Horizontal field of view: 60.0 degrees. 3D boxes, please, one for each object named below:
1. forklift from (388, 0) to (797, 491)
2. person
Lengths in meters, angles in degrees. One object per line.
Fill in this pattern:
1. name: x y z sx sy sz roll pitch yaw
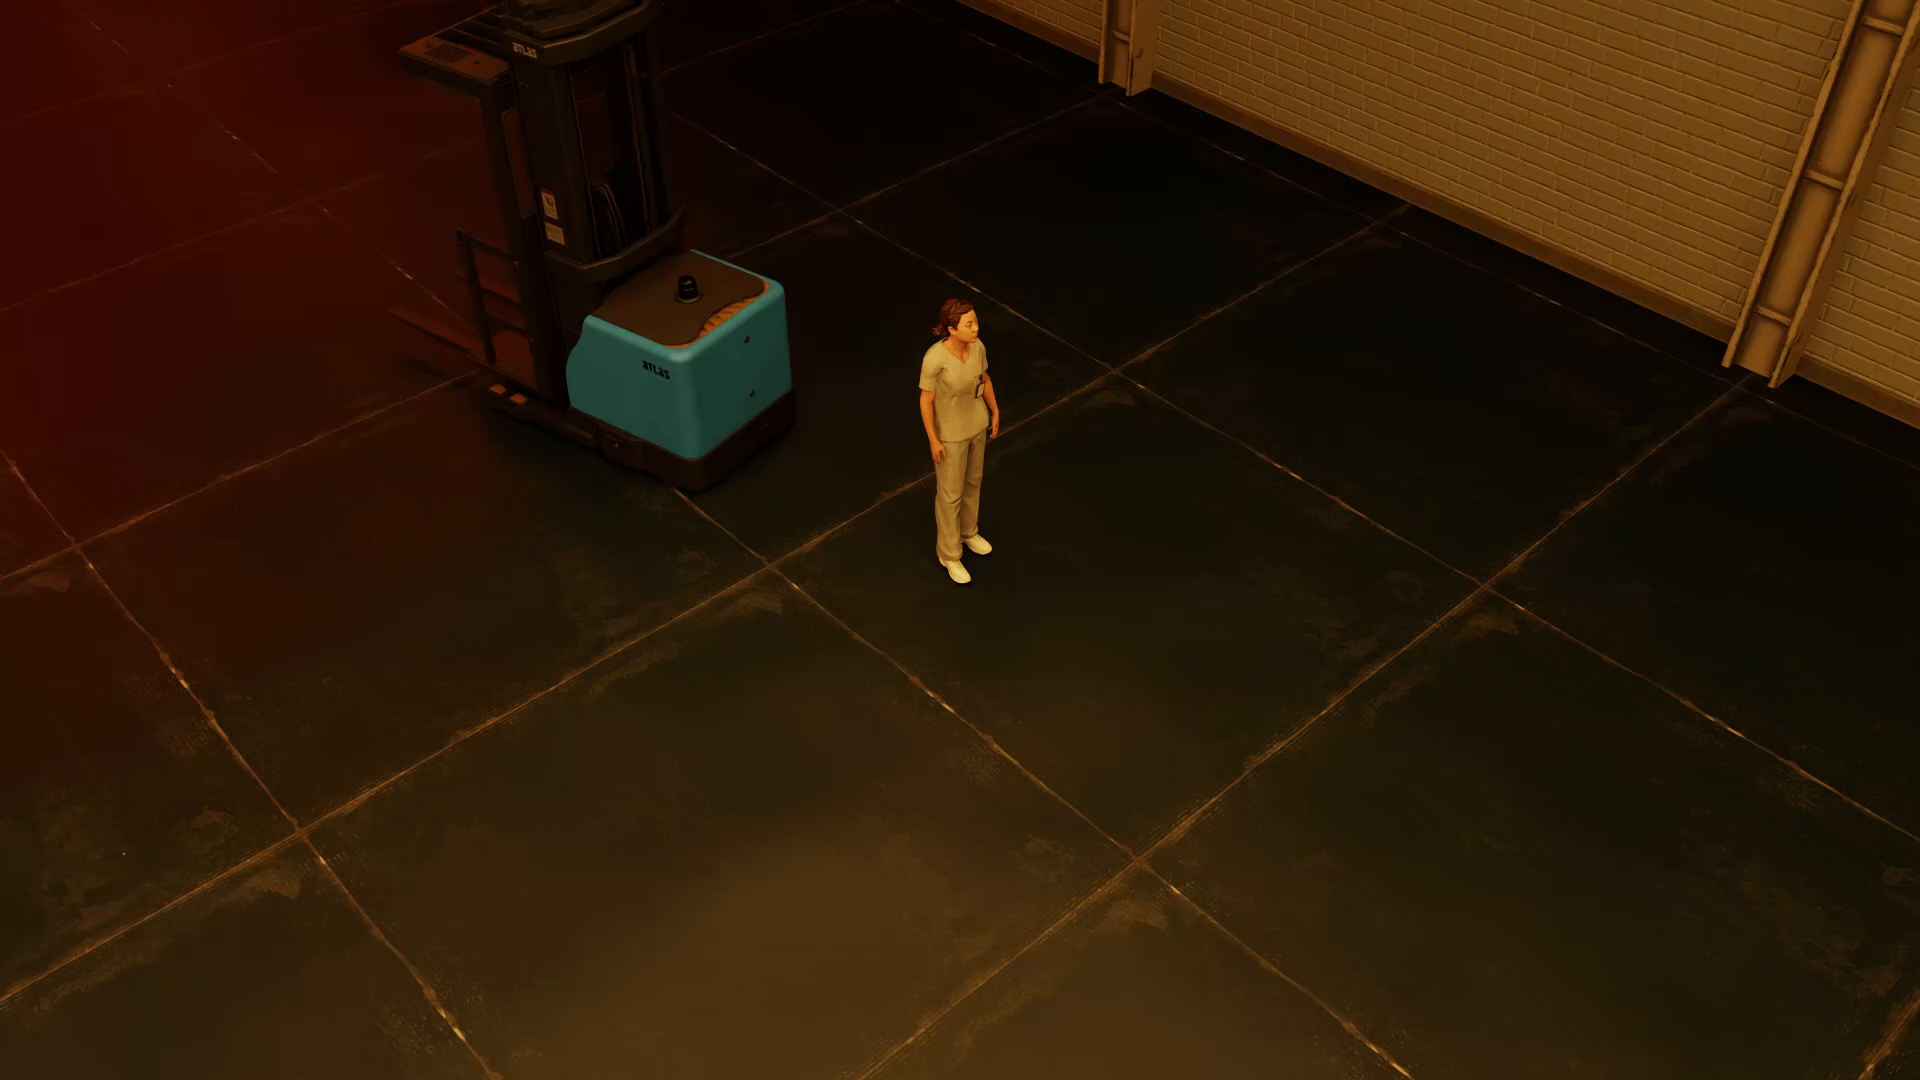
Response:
1. forklift: -2.585 -2.176 10.430 3.031 2.935 1.130 24 46 25
2. person: 0.040 -0.594 9.555 0.549 1.663 0.548 -31 50 -31
